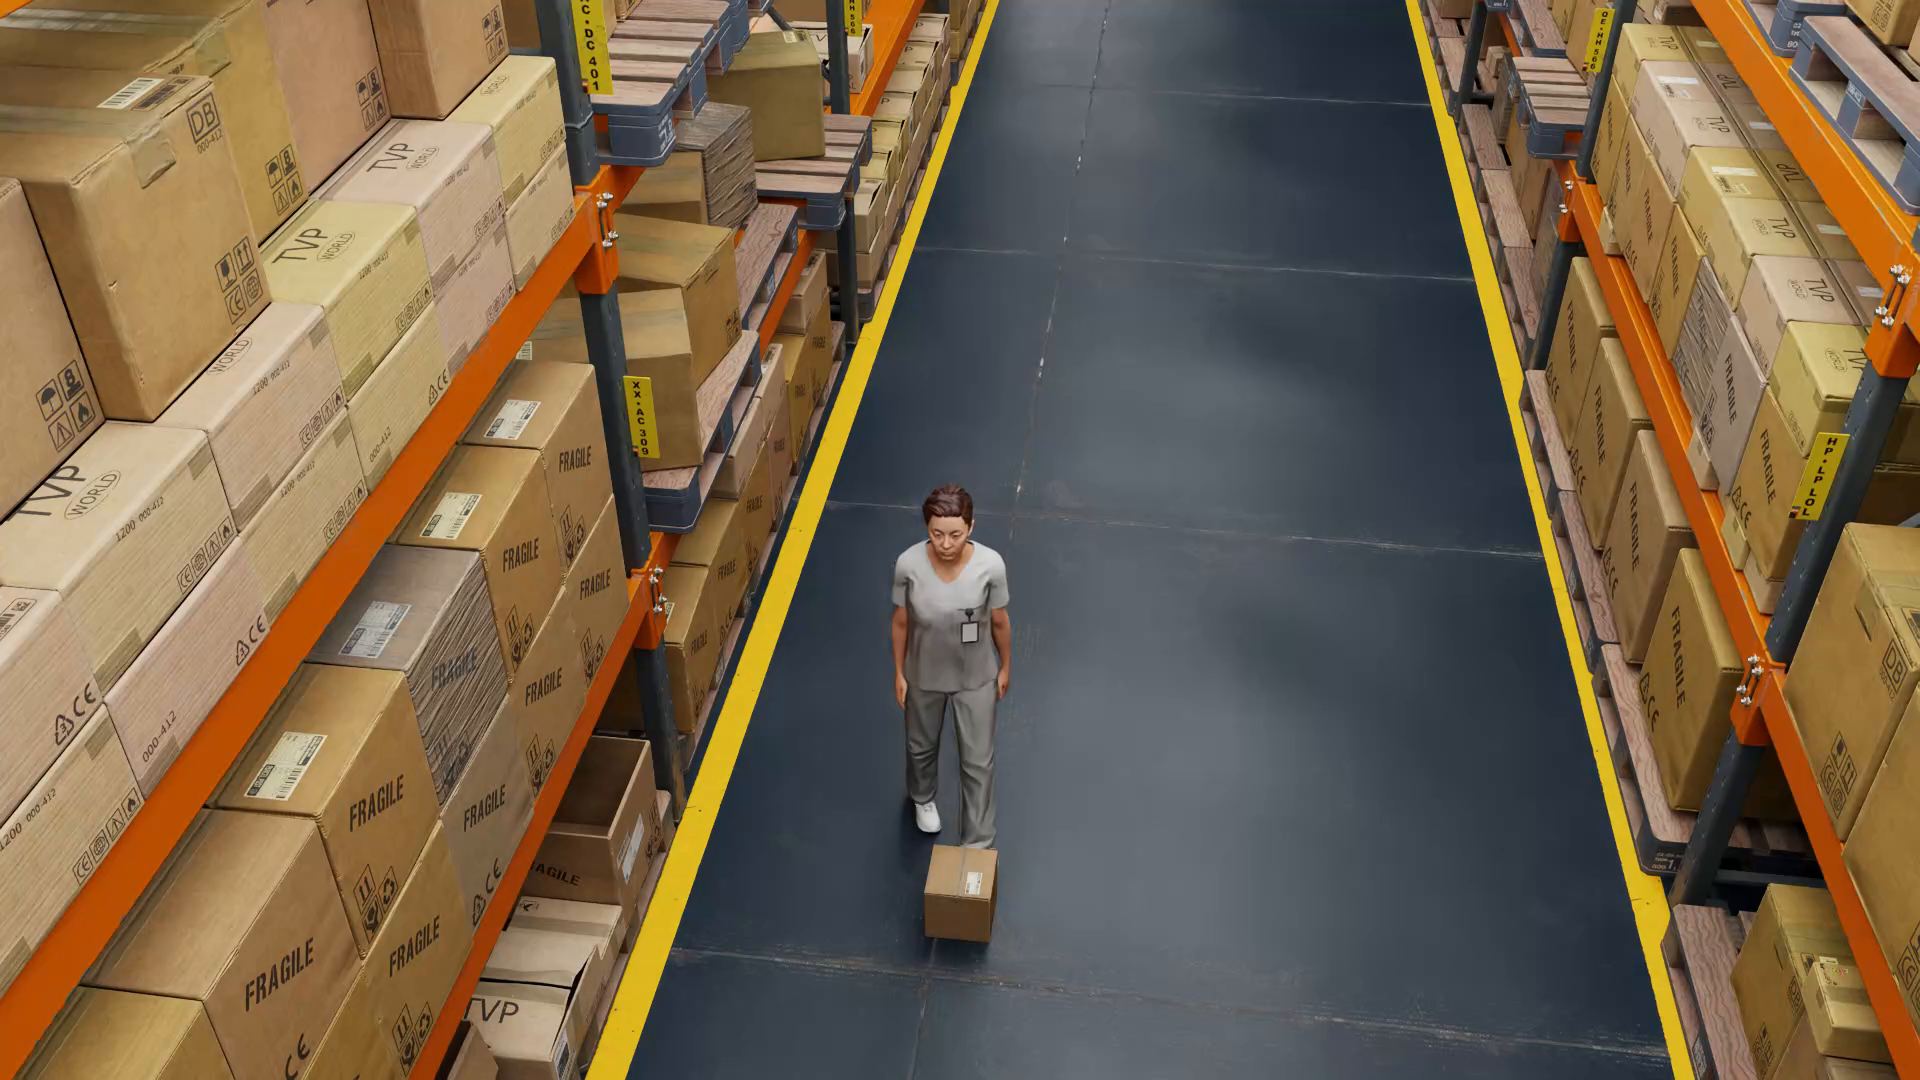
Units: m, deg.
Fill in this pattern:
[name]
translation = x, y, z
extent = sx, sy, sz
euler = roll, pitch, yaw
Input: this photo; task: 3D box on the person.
[person]
translation = -0.038, 0.550, 6.290
extent = 0.451, 1.675, 0.616
euler = 2, 36, 3
